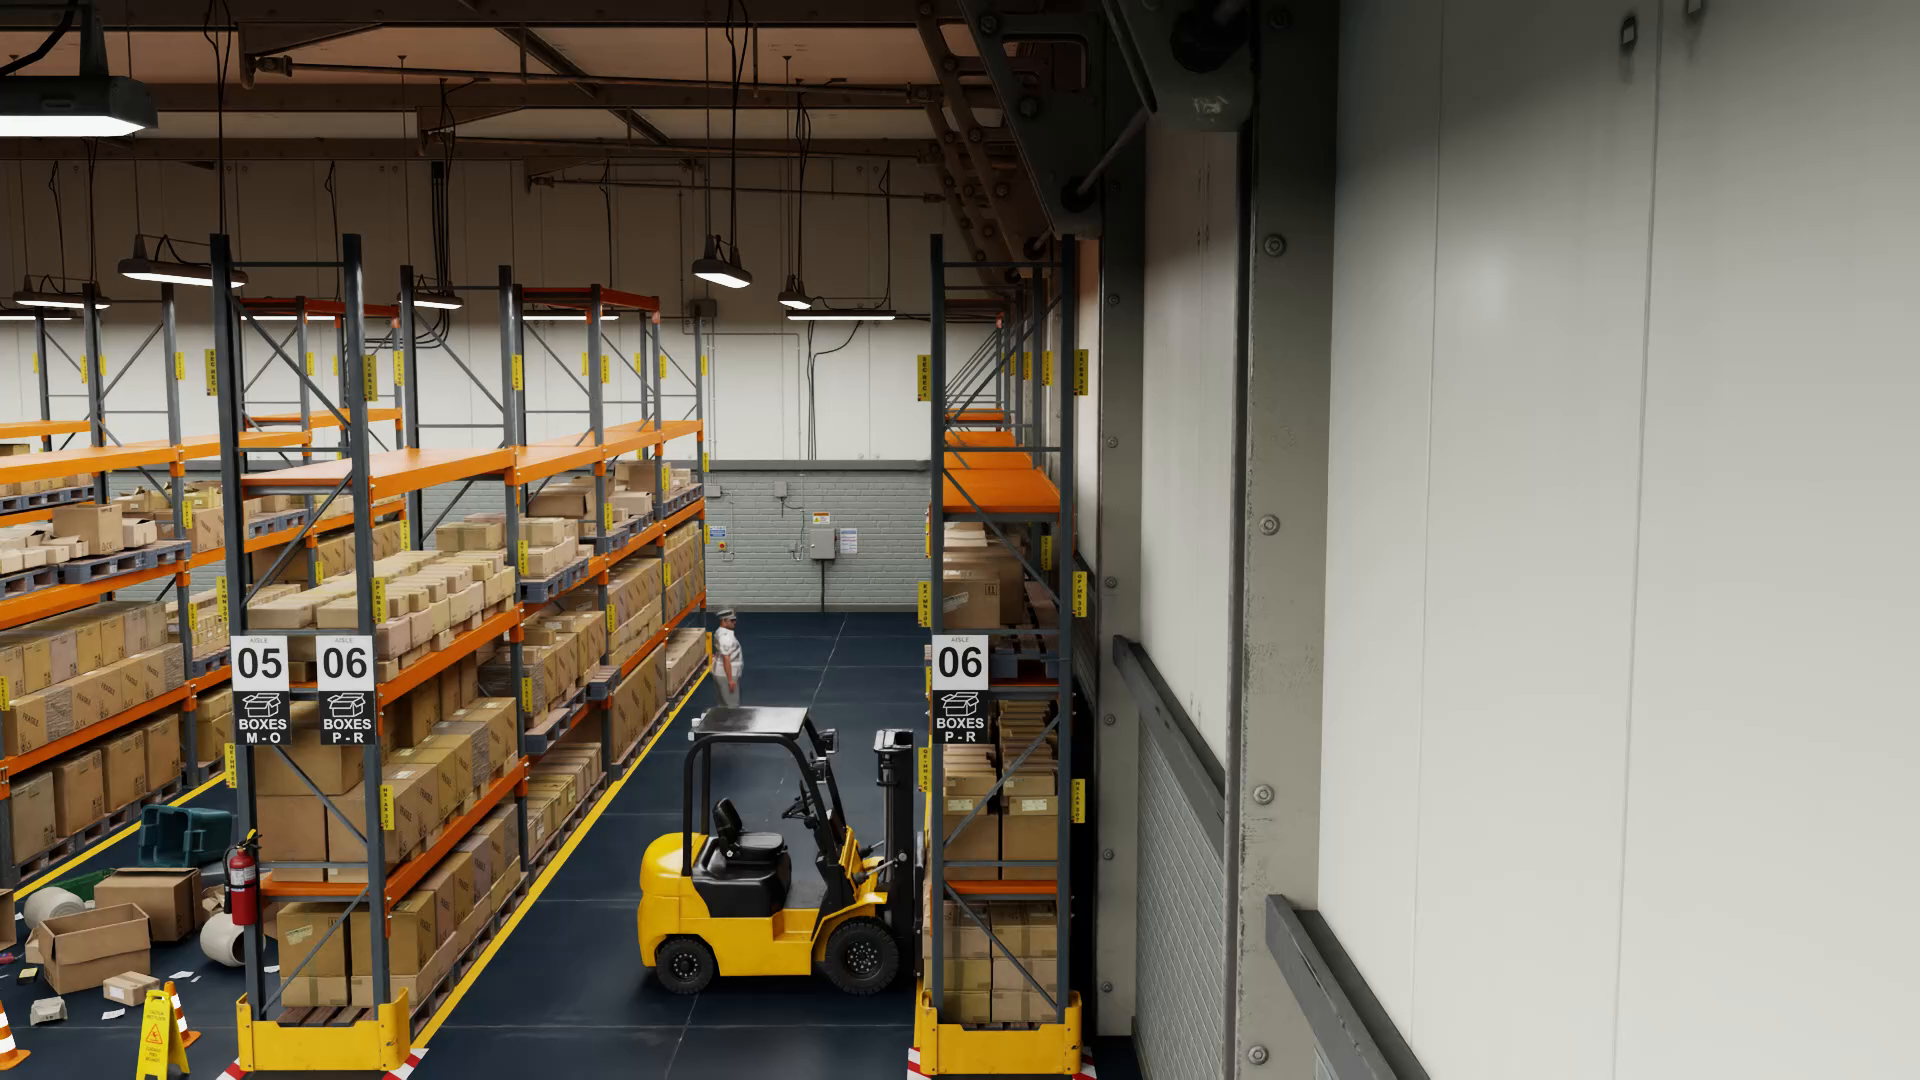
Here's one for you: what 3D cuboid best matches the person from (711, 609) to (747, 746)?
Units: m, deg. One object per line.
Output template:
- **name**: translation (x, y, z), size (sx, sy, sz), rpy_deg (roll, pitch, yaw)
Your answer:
- **person**: translation (-2.977, 1.757, 21.442), size (0.442, 1.766, 0.597), rpy_deg (-2, 7, -20)
